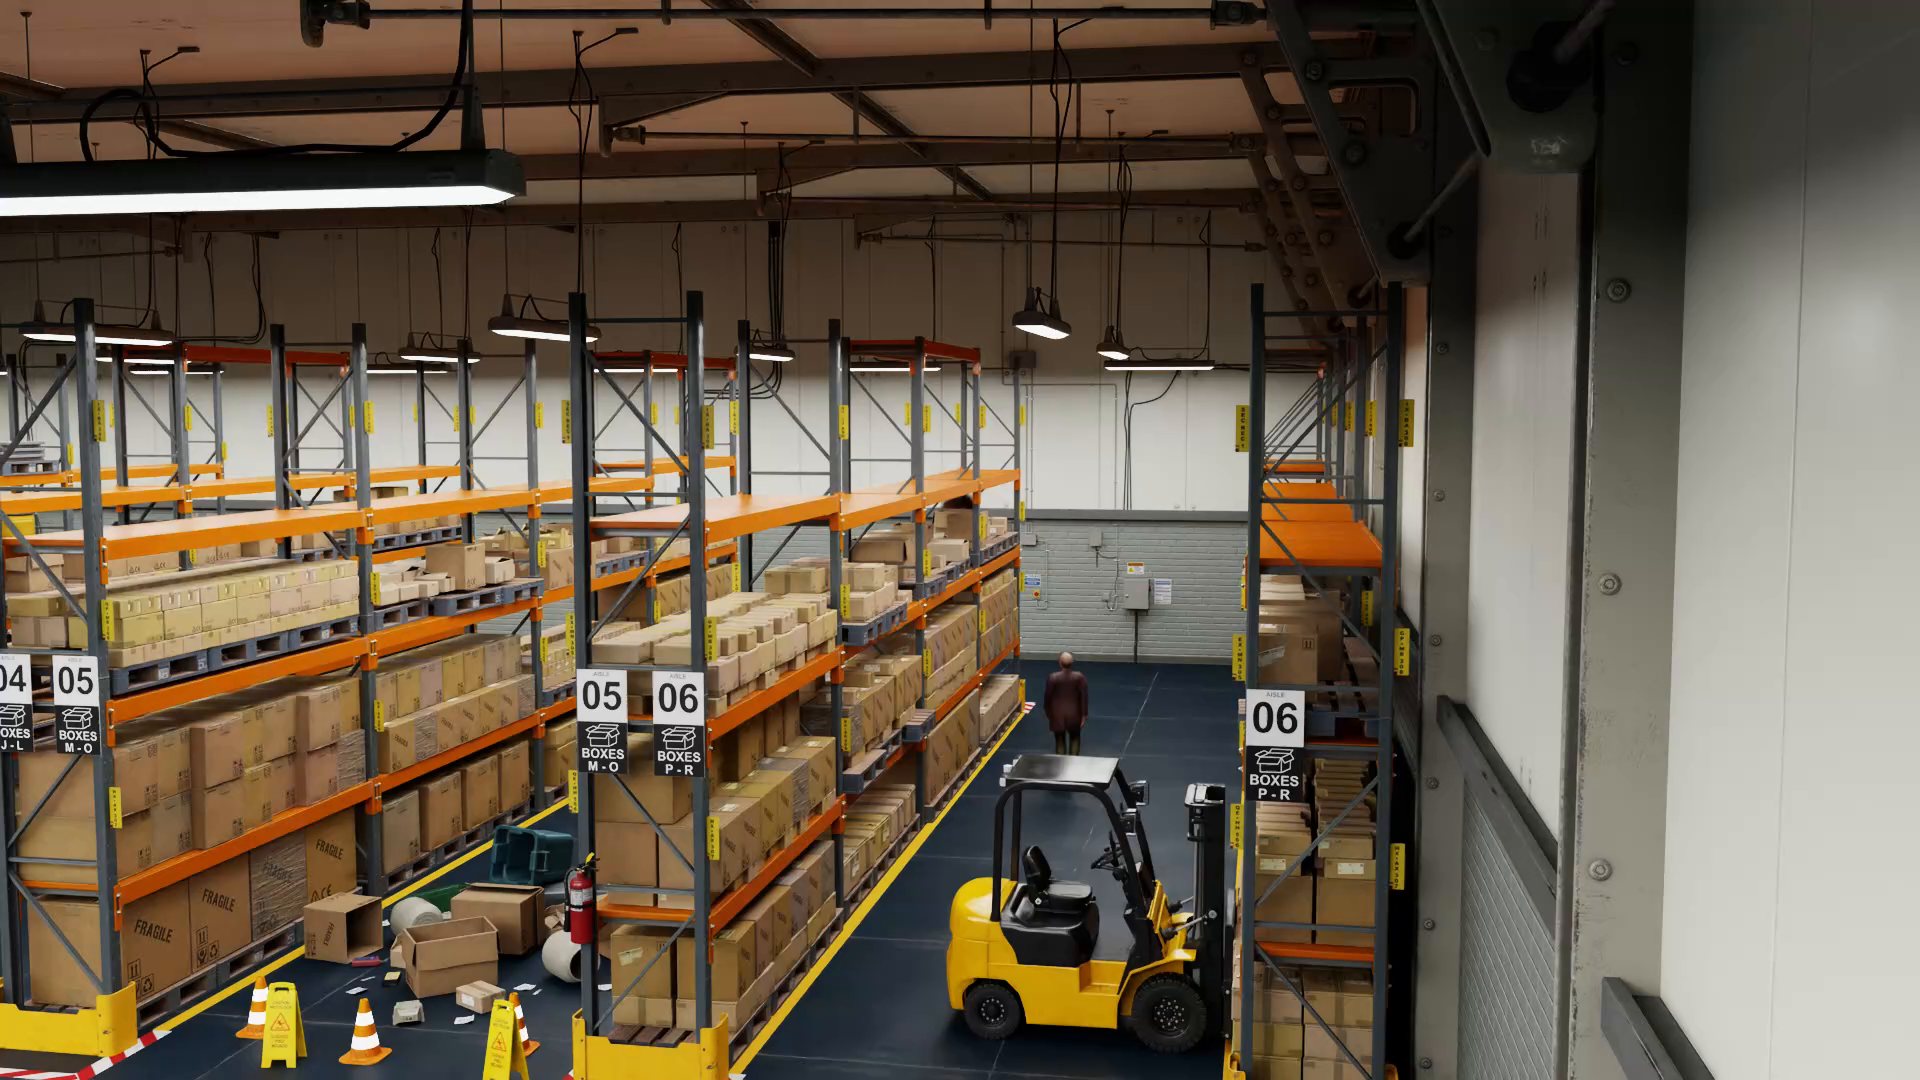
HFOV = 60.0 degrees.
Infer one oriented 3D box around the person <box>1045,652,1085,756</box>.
[{"bbox_3d":[1.461,2.439,22.915,0.574,1.815,0.587,0,5,2],"label":"person"}]
